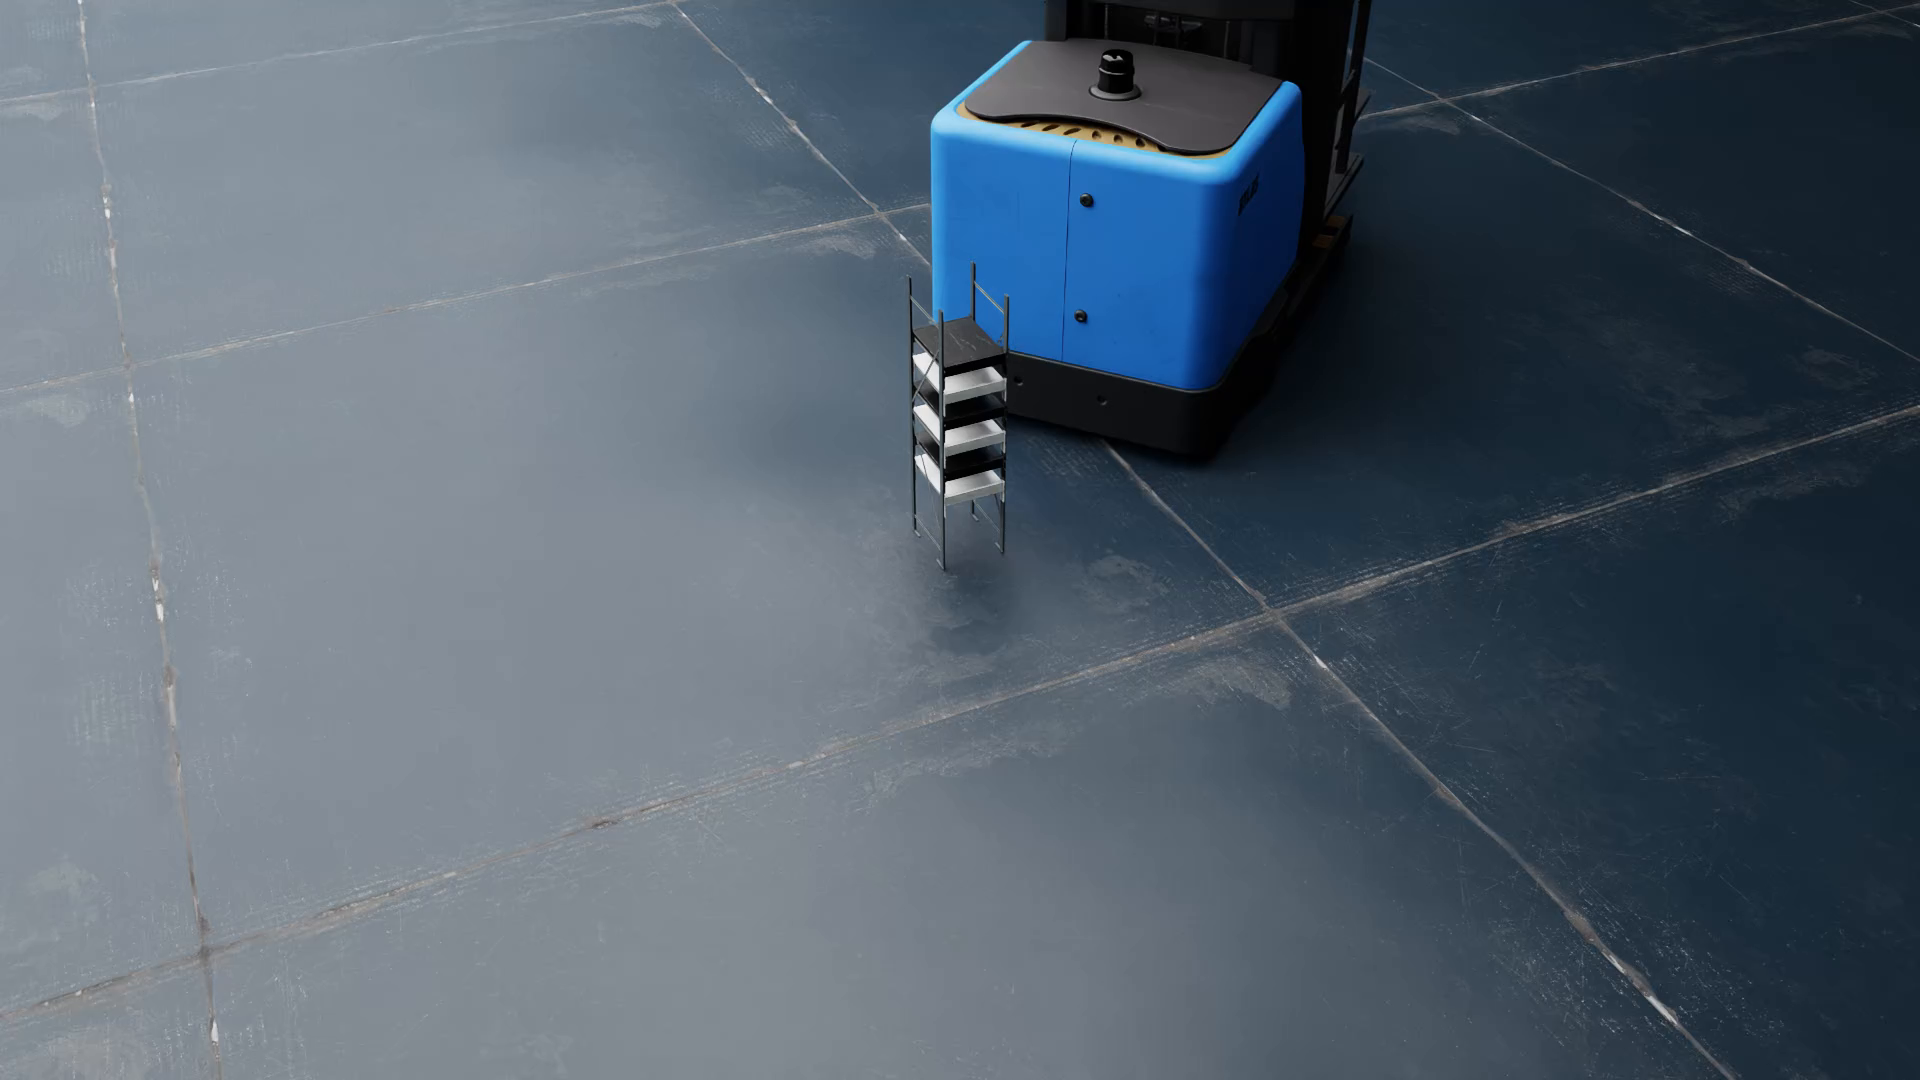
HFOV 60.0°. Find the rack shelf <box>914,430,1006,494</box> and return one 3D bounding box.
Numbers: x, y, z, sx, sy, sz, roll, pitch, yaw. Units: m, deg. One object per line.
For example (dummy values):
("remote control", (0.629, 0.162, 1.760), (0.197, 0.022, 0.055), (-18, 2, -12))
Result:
("rack shelf", (-0.007, -0.260, 5.053), (0.200, 0.077, 0.258), (-16, 39, -20))

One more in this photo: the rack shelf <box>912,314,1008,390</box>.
("rack shelf", (-0.007, -0.549, 4.838), (0.200, 0.077, 0.258), (-16, 39, -20))

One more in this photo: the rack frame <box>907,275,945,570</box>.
("rack frame", (-0.099, -0.334, 4.944), (0.006, 0.900, 0.240), (-16, 39, -20))

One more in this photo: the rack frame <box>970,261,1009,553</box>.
("rack frame", (0.085, -0.385, 5.014), (0.006, 0.900, 0.240), (-16, 39, -20))

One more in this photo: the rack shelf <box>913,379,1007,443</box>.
("rack shelf", (-0.007, -0.405, 4.945), (0.200, 0.077, 0.258), (-16, 39, -20))

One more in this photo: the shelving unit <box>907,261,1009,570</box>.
("shelving unit", (-0.007, -0.359, 4.979), (0.210, 0.900, 0.258), (-16, 39, -20))

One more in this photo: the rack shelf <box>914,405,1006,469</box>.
("rack shelf", (-0.007, -0.333, 4.999), (0.200, 0.077, 0.258), (-16, 39, -20))

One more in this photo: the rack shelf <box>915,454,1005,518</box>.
("rack shelf", (-0.007, -0.188, 5.106), (0.200, 0.077, 0.258), (-16, 39, -20))

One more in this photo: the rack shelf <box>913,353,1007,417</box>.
("rack shelf", (-0.007, -0.477, 4.892), (0.200, 0.077, 0.258), (-16, 39, -20))

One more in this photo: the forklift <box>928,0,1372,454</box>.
("forklift", (0.958, -2.333, 5.935), (1.130, 2.935, 3.031), (15, 39, 19))
